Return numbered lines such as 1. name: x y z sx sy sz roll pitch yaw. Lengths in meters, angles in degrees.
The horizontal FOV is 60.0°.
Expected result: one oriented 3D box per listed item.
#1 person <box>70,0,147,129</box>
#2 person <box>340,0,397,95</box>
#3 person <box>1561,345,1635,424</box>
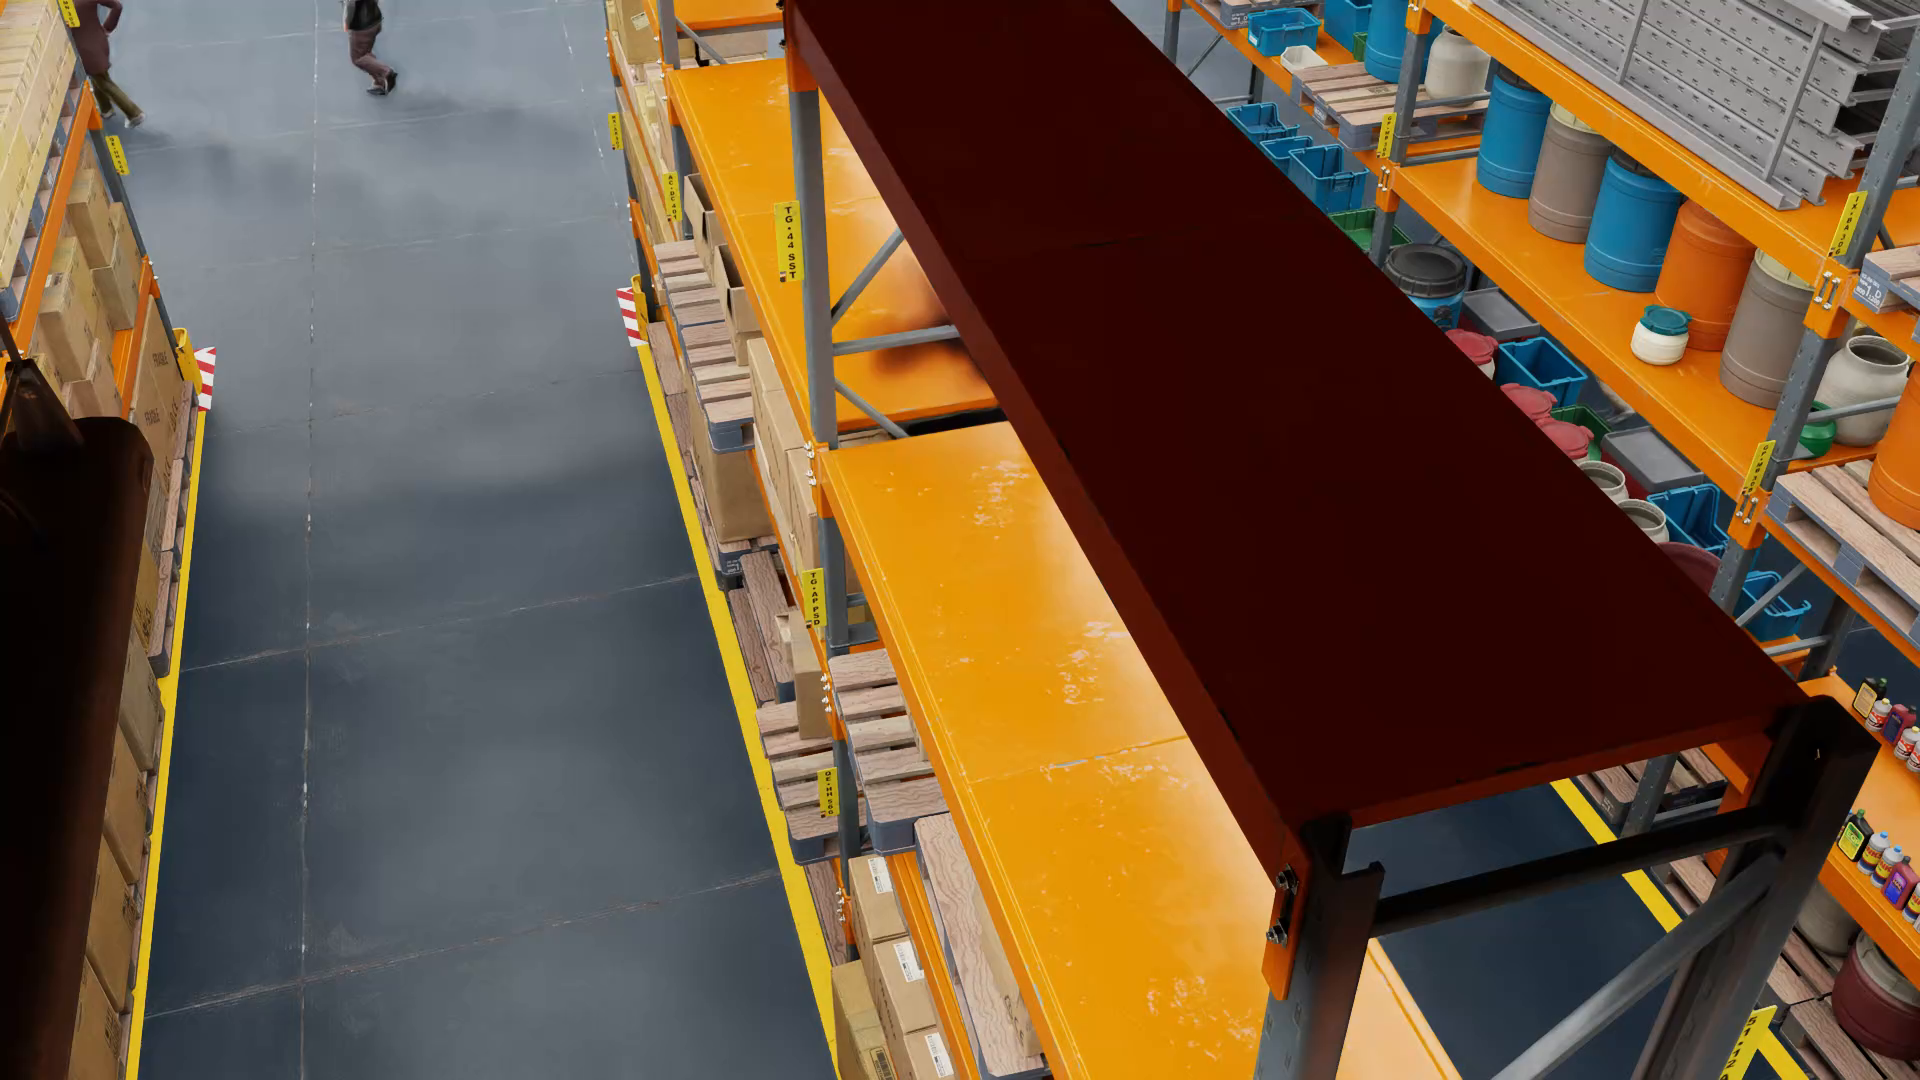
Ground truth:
1. person: -9.403 -5.298 18.076 0.931 1.840 0.692 13 40 16
2. person: -6.709 -5.835 18.845 0.600 1.677 0.690 10 40 13
3. person: 5.241 -1.708 13.592 0.664 1.725 0.954 -16 41 -19
